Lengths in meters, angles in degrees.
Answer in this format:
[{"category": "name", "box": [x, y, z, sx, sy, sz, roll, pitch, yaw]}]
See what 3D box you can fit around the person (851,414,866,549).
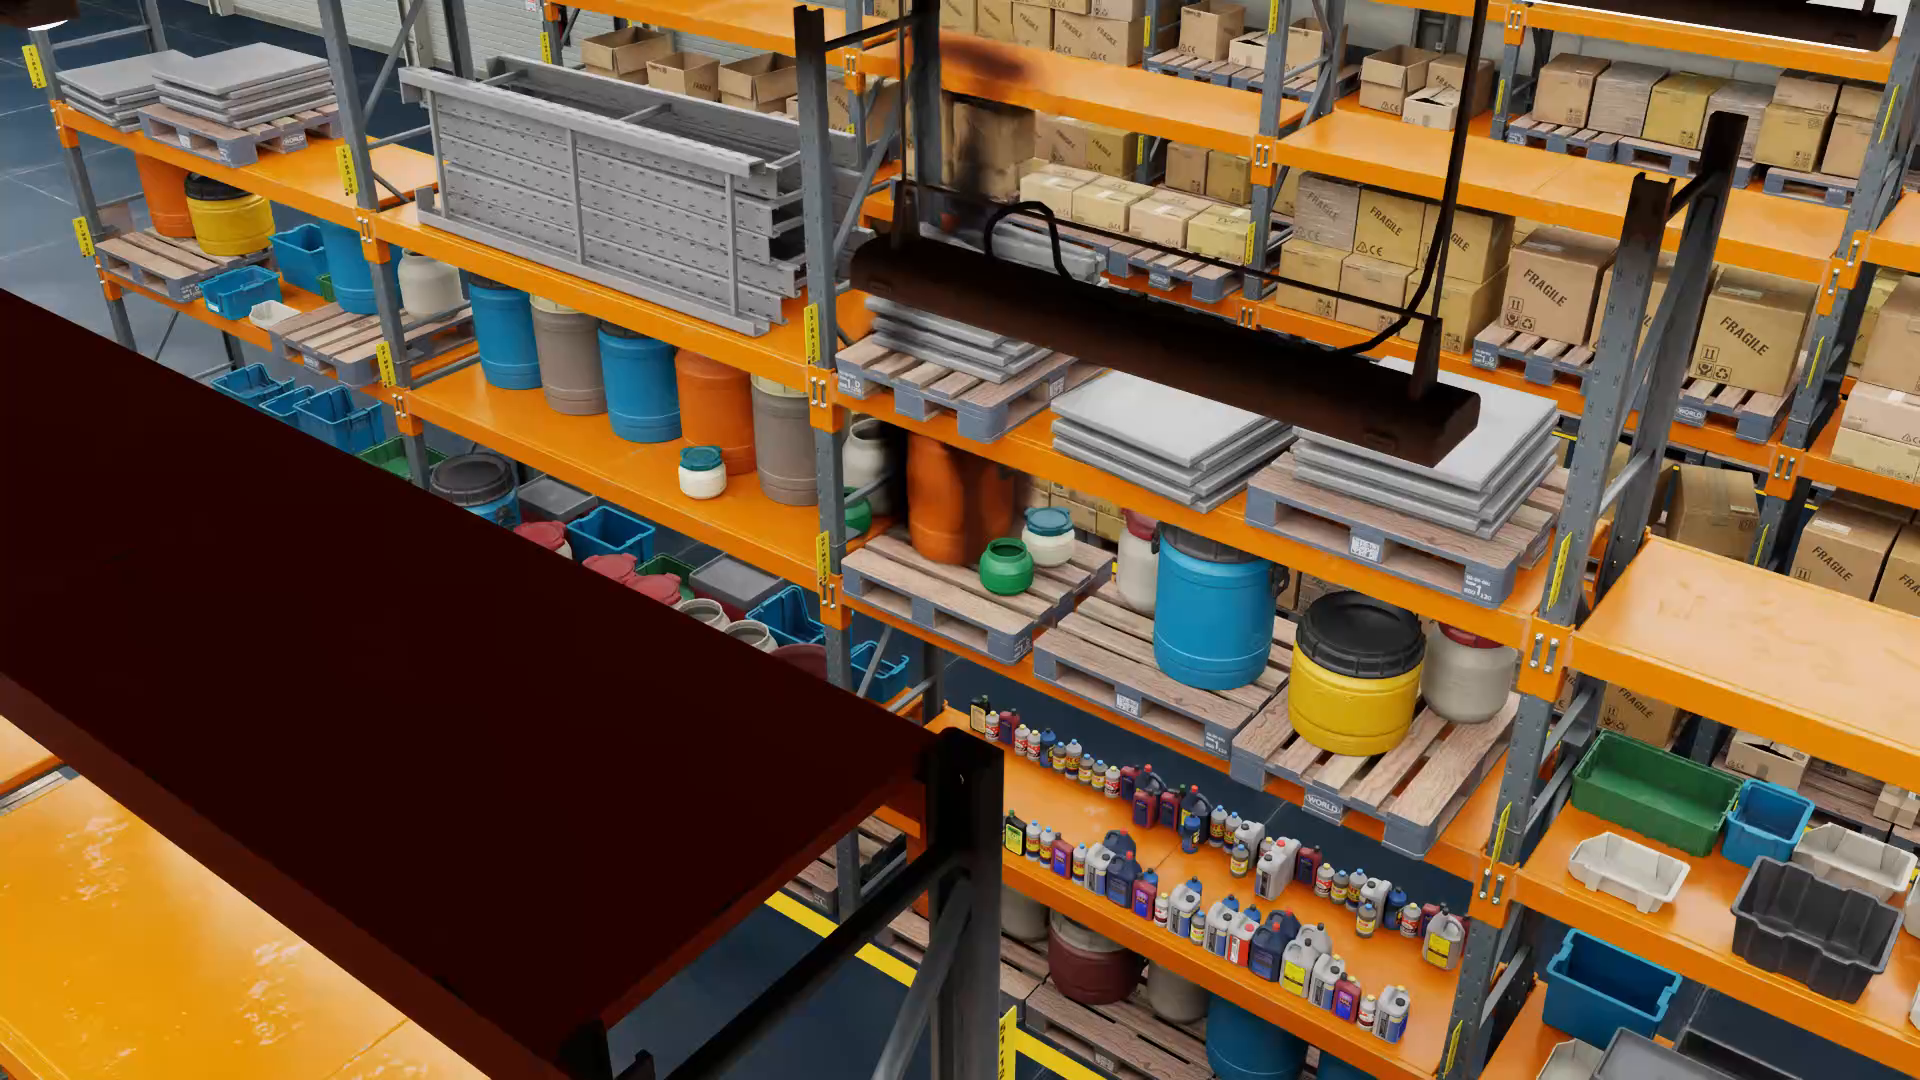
[{"category": "person", "box": [-0.745, -0.289, 14.161, 0.800, 1.673, 0.602, 19, 36, 29]}]
